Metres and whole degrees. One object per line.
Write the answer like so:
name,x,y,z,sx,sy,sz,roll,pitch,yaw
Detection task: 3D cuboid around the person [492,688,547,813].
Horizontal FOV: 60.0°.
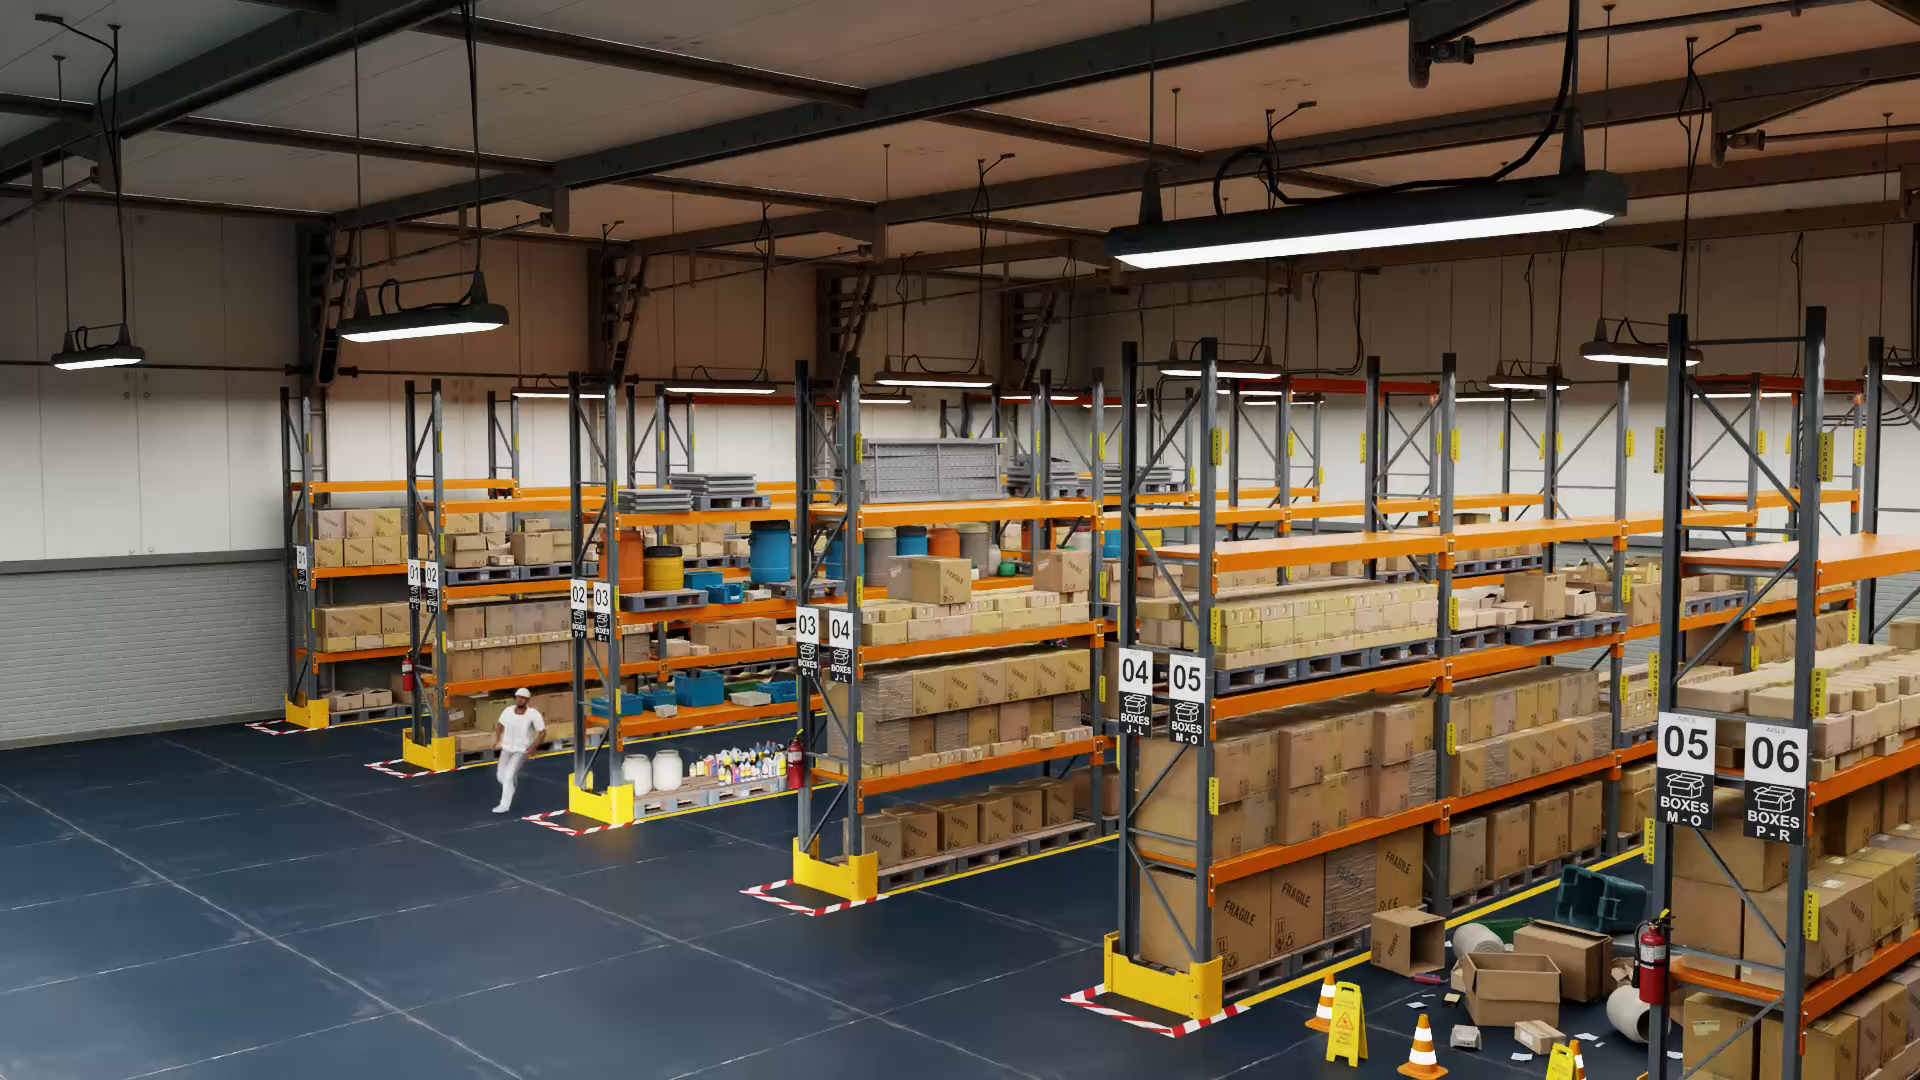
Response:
person,-6.042,2.863,22.772,0.741,1.695,0.603,1,4,11

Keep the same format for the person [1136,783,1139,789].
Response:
person,2.308,3.091,18.554,0.665,1.806,0.953,3,5,37
